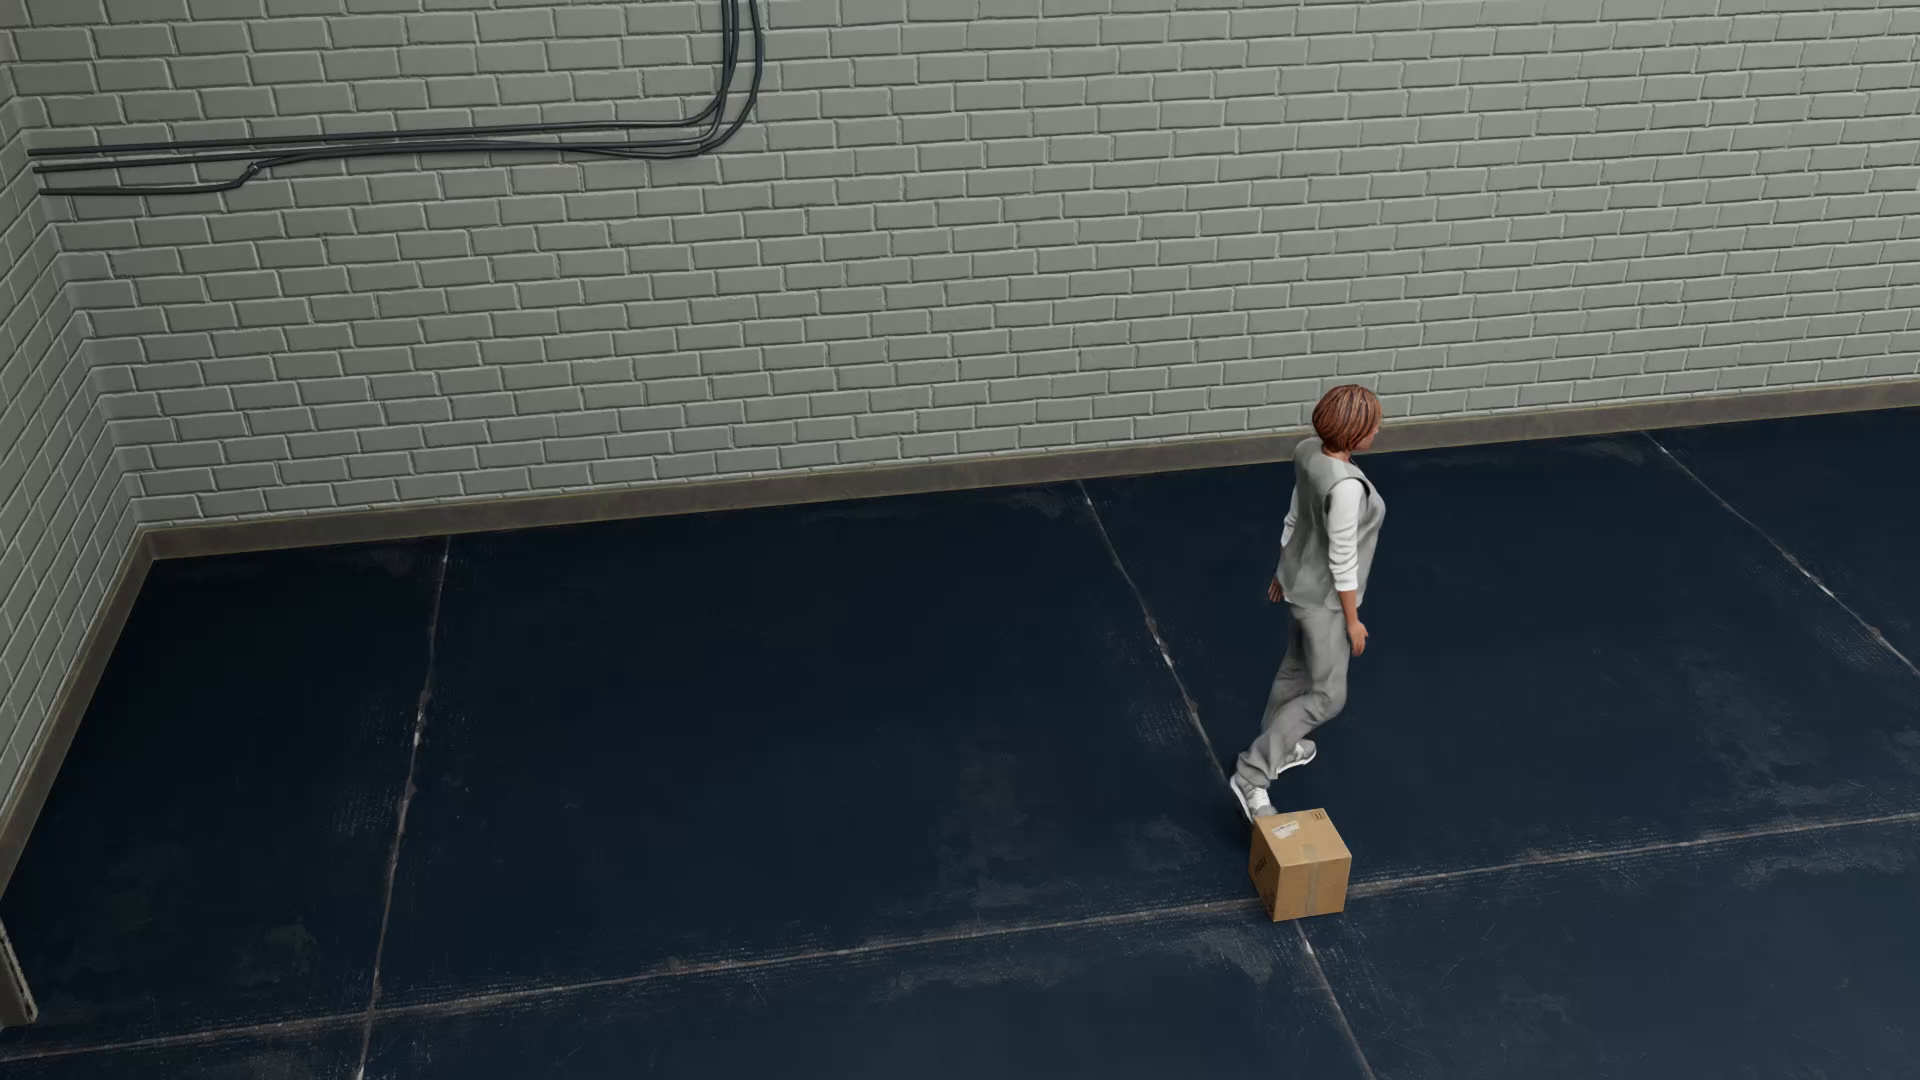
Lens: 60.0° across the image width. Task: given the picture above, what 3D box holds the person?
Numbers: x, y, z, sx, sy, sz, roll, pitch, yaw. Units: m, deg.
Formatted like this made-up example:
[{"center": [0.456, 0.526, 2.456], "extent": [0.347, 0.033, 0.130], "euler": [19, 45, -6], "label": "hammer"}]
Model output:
[{"center": [1.197, 0.246, 5.731], "extent": [0.474, 1.590, 0.597], "euler": [-3, 31, -5], "label": "person"}]
